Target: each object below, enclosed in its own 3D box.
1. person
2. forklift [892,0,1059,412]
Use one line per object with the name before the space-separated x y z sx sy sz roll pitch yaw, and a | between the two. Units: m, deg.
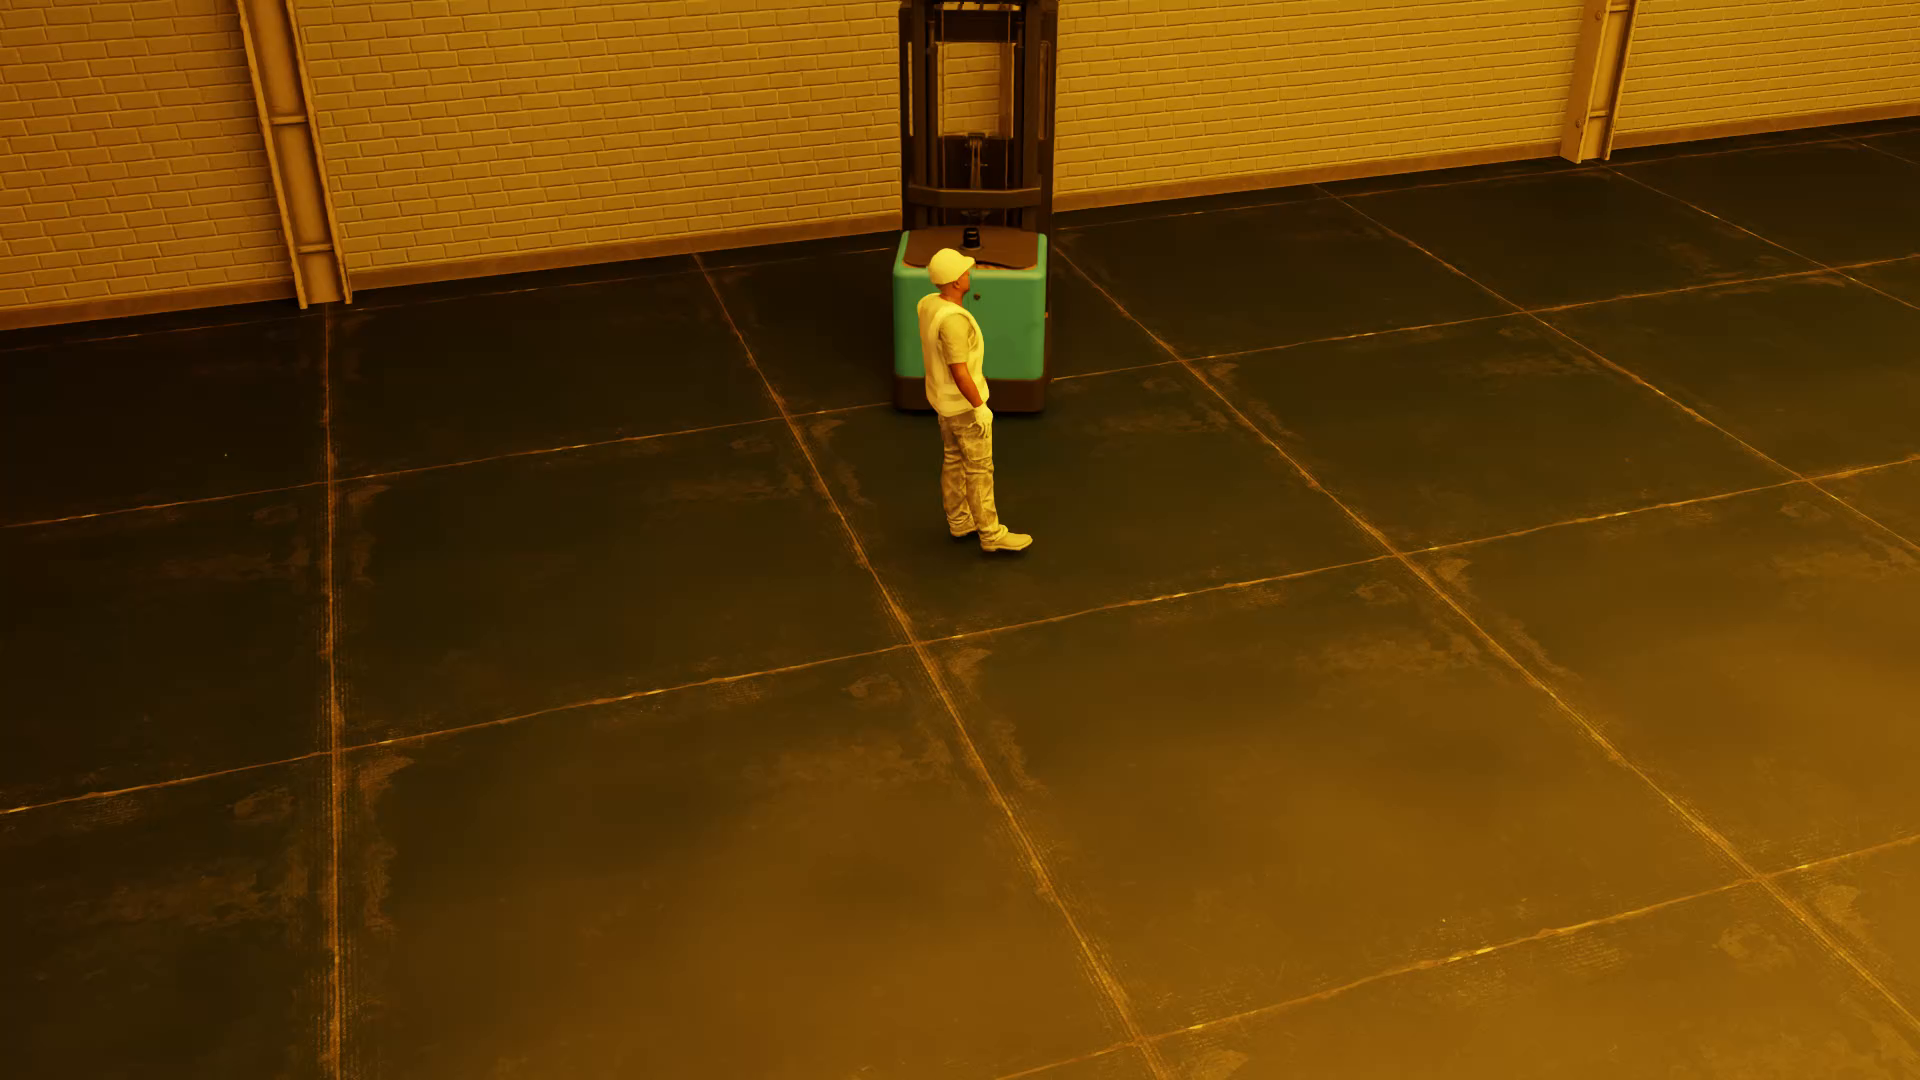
person | 0.071 -0.822 9.571 0.575 1.784 0.656 -10 31 -16
forklift | 0.138 -2.849 12.038 1.130 2.935 3.031 2 30 3
